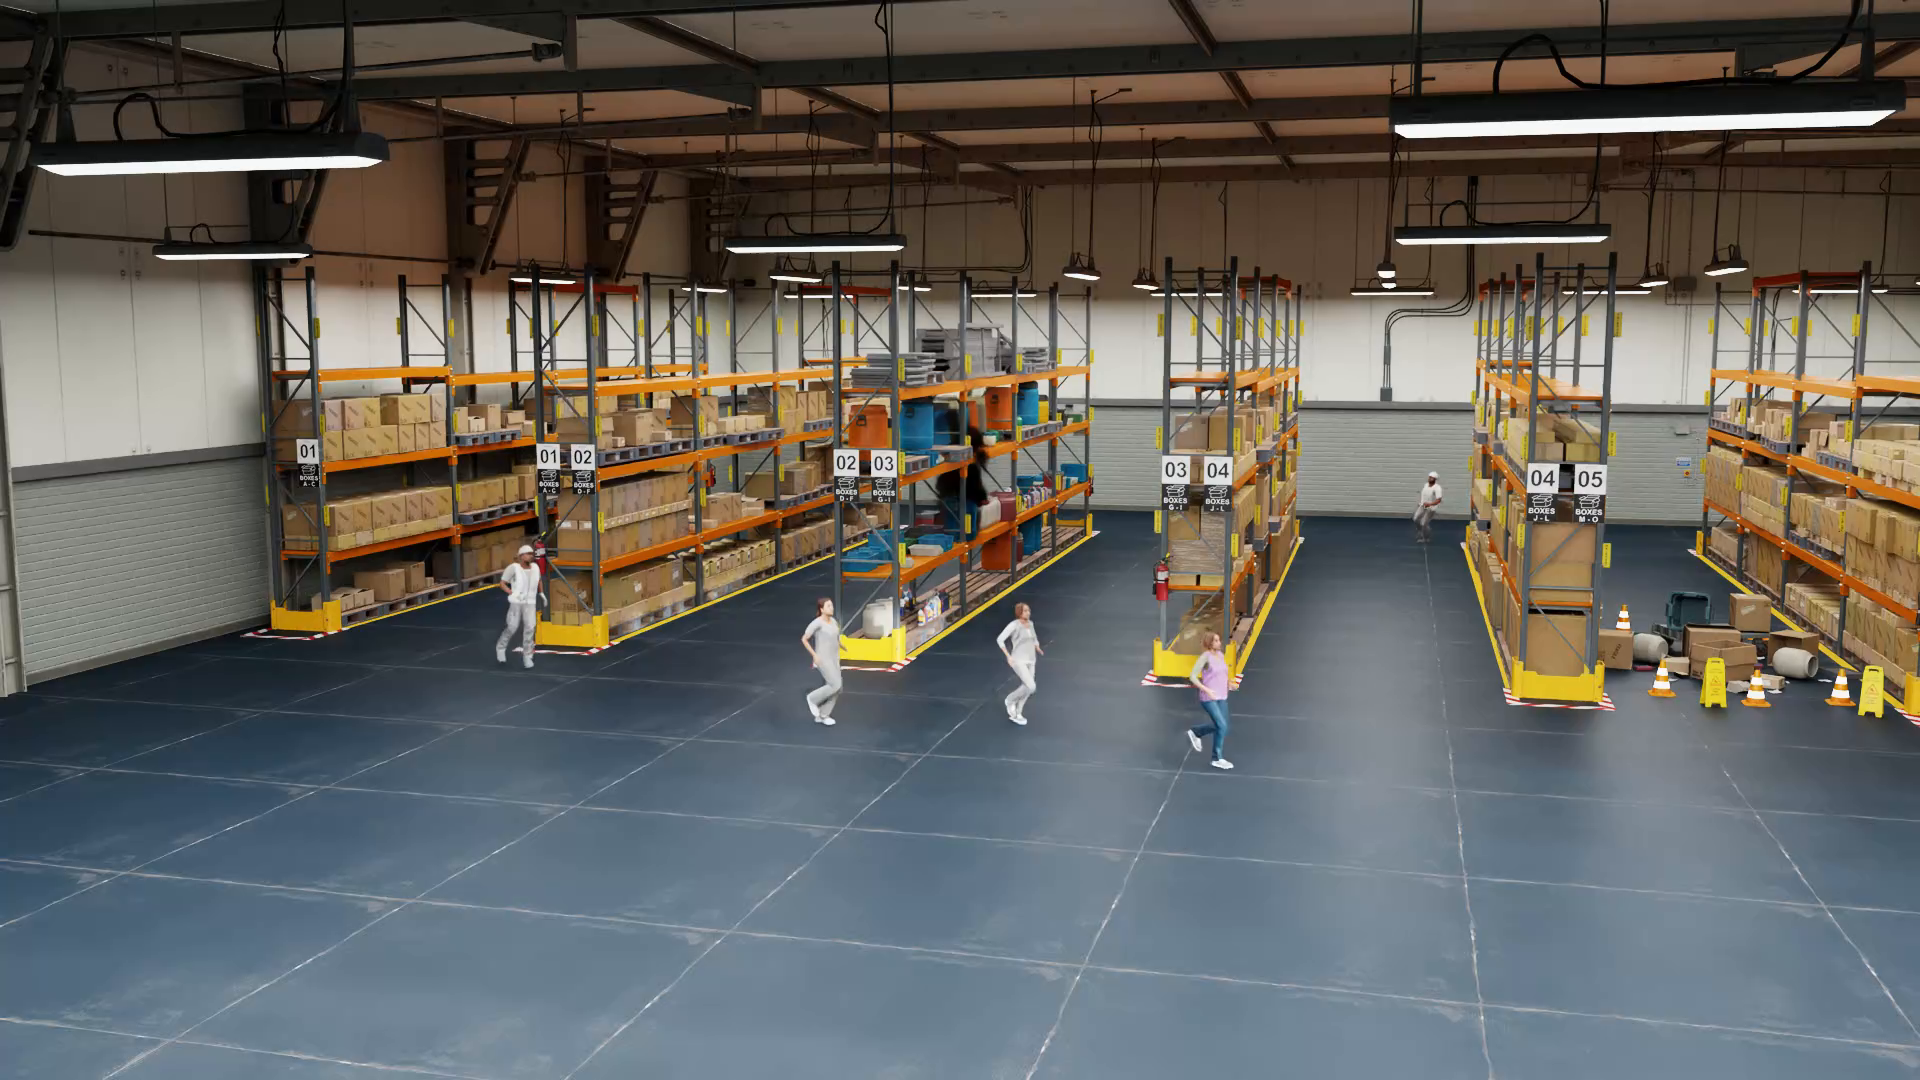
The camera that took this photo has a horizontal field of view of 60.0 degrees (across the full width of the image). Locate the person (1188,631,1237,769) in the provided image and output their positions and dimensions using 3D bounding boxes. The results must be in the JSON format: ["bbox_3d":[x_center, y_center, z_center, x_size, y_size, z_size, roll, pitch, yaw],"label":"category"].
[{"bbox_3d":[2.864,1.820,19.106,0.542,1.547,0.680,-7,10,-44],"label":"person"}]

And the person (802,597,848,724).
[{"bbox_3d":[-1.667,1.534,21.056,0.557,1.627,0.559,5,9,35],"label":"person"}]

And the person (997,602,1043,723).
[{"bbox_3d":[0.820,1.568,21.056,0.528,1.562,0.542,-7,10,-44],"label":"person"}]

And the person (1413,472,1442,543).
[{"bbox_3d":[10.858,-0.749,38.649,0.614,1.697,0.732,-4,9,-31],"label":"person"}]

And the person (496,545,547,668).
[{"bbox_3d":[-6.494,0.964,24.853,0.741,1.768,0.886,-6,9,-40],"label":"person"}]
